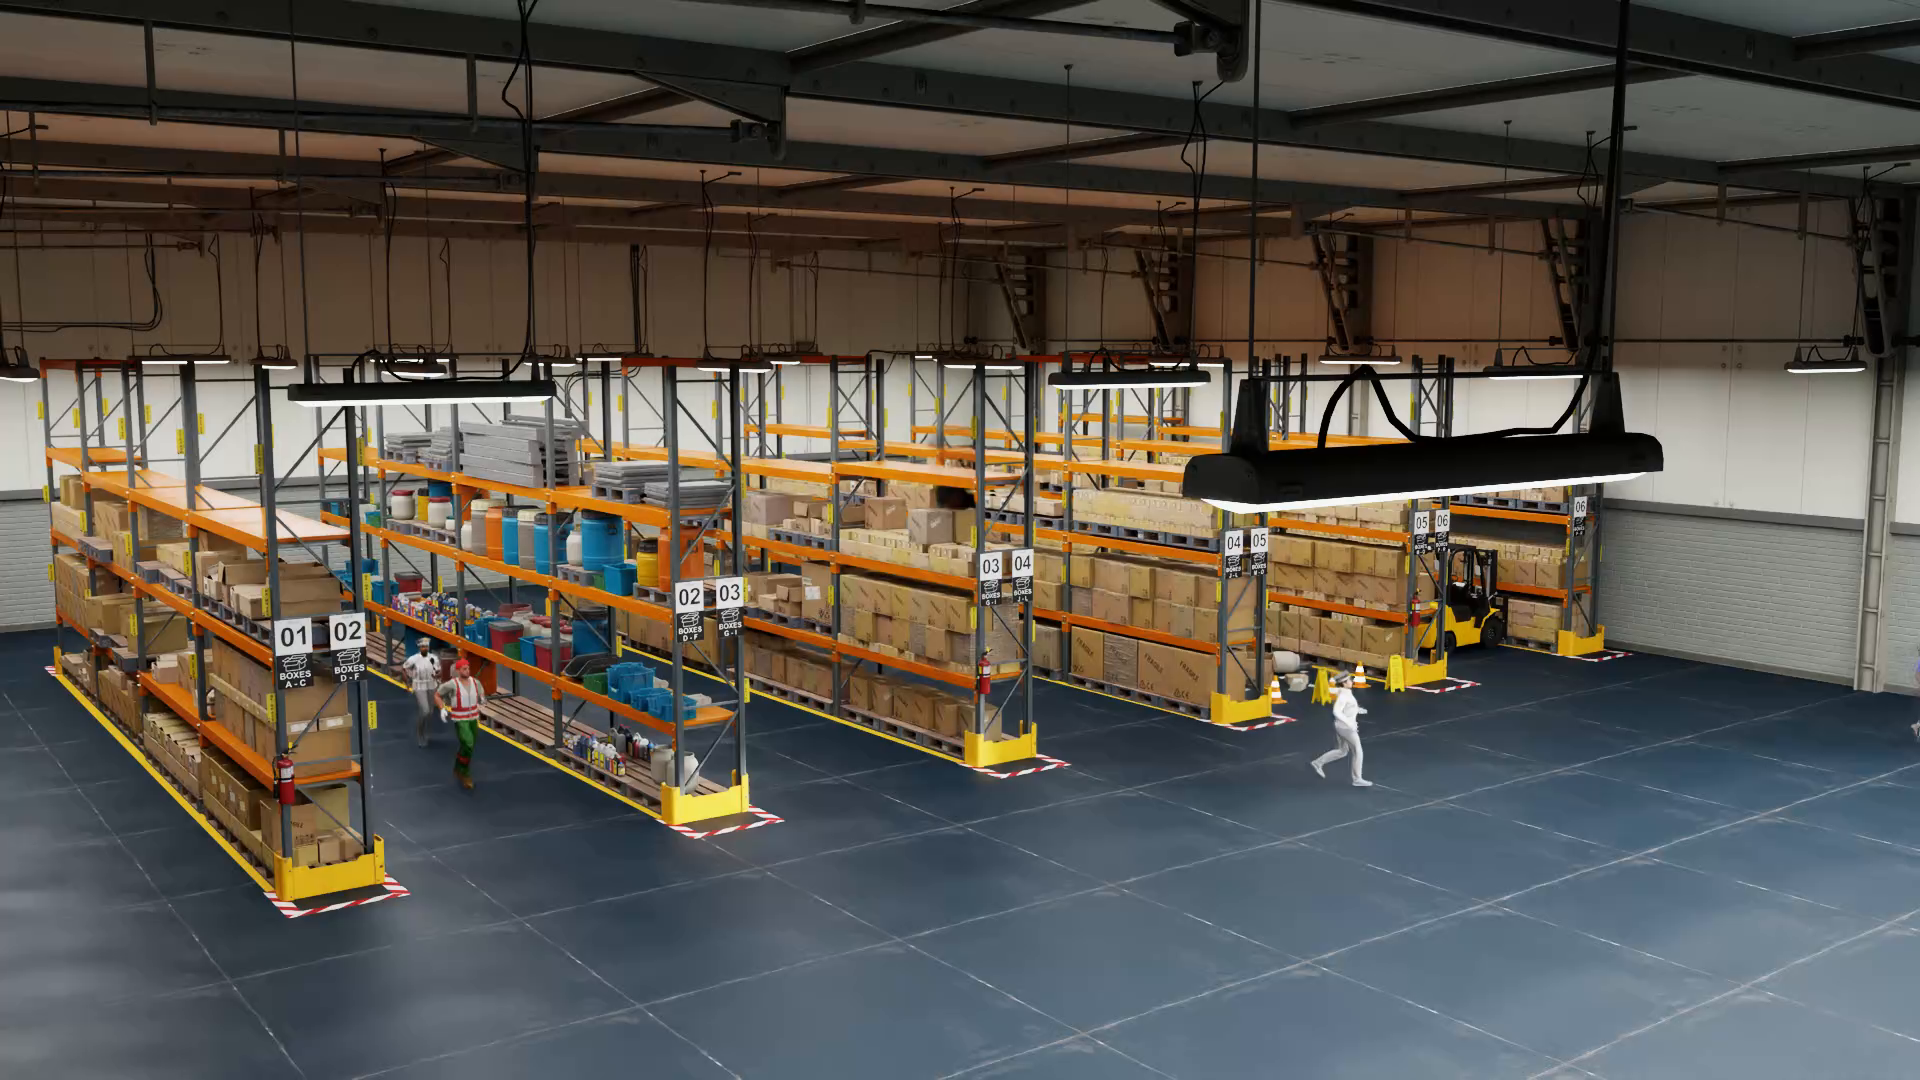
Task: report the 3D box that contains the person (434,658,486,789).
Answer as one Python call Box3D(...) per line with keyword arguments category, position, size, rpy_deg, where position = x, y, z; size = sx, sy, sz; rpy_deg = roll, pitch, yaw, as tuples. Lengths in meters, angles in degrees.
Box3D(category="person", position=(-7.059, 2.602, 23.714), size=(0.763, 1.838, 0.642), rpy_deg=(5, 9, 37))

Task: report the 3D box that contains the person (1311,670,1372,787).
Box3D(category="person", position=(5.452, 2.668, 23.615), size=(0.842, 1.663, 0.625), rpy_deg=(0, 7, 4))

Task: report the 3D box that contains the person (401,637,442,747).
Box3D(category="person", position=(-8.387, 2.375, 26.053), size=(0.542, 1.733, 0.716), rpy_deg=(-6, 9, -40))

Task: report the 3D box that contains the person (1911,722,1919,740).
Box3D(category="person", position=(15.095, 2.476, 25.563), size=(0.760, 1.643, 0.577), rpy_deg=(2, 7, 20))
